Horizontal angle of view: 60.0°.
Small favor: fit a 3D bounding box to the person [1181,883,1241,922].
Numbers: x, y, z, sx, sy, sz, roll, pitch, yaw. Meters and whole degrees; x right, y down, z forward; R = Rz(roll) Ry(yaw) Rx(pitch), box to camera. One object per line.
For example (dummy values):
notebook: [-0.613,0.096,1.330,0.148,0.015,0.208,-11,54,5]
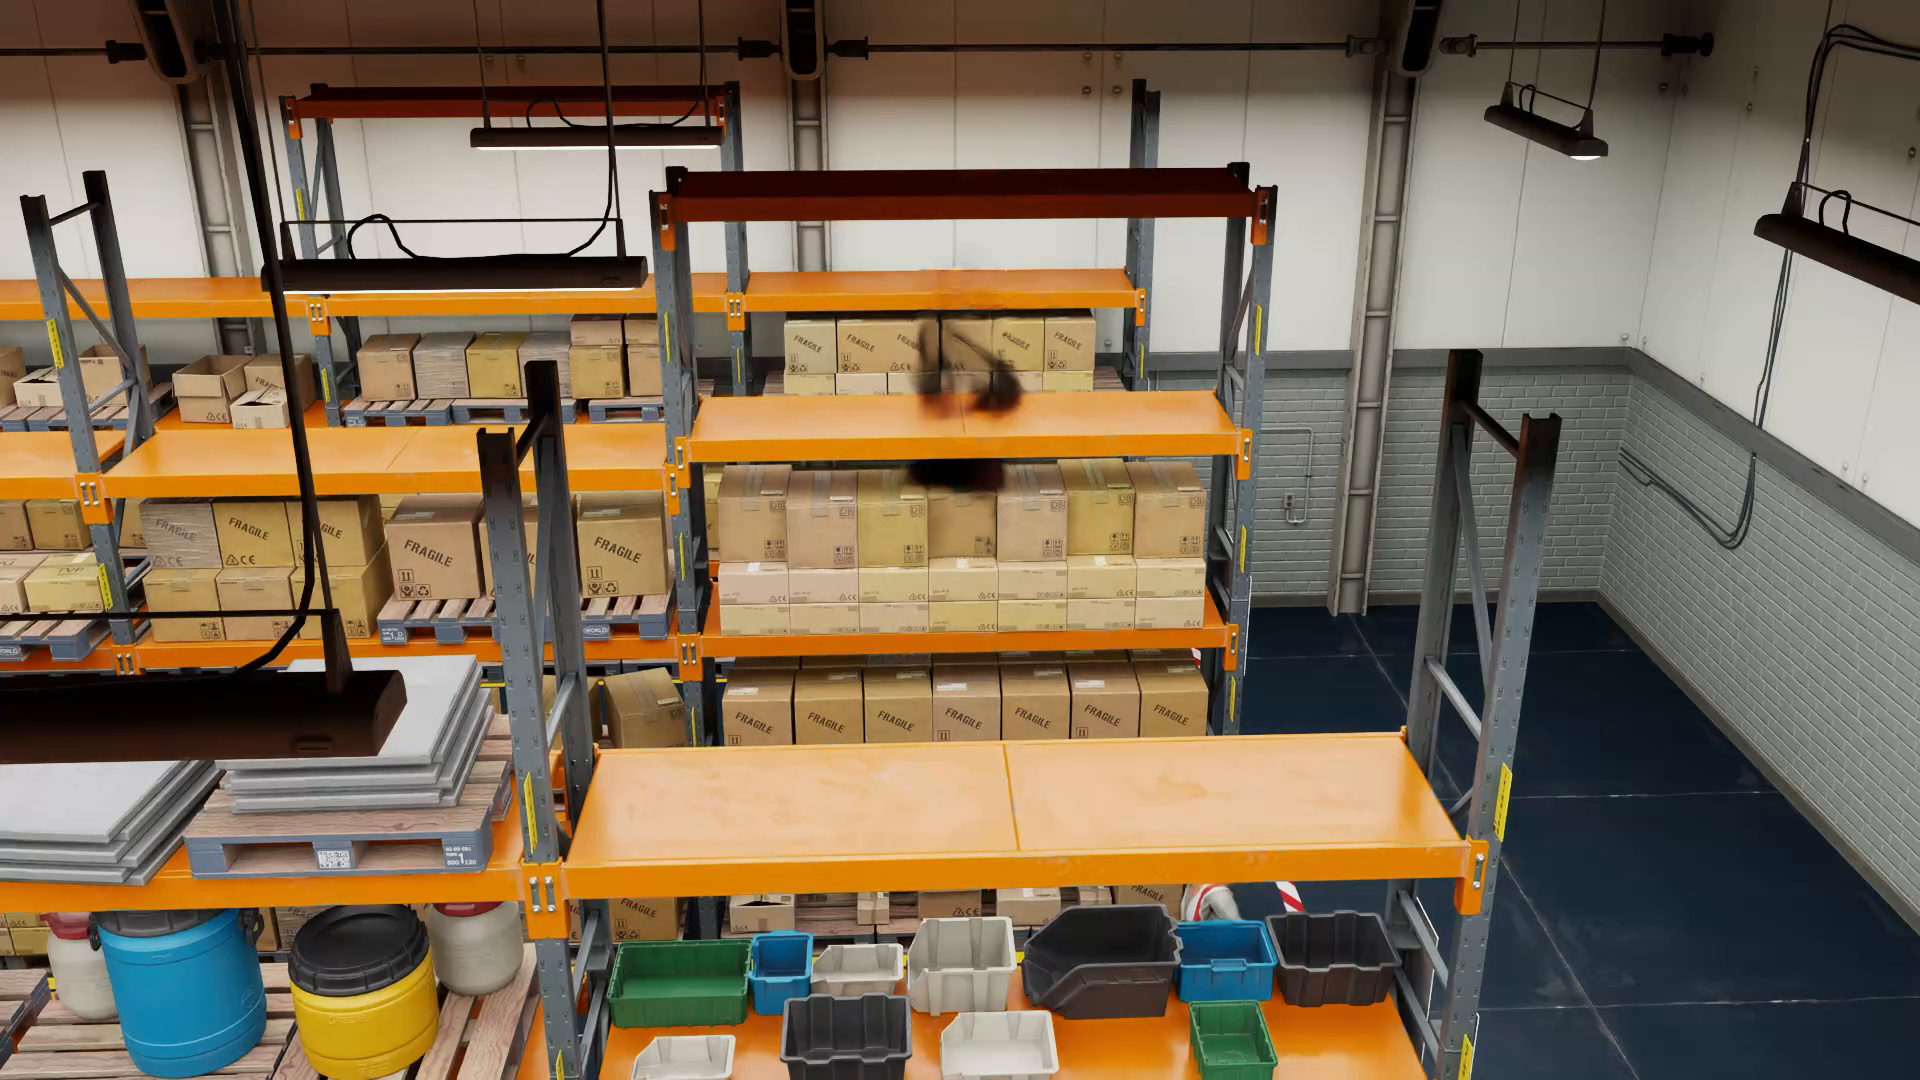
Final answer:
person: [1.823,2.904,11.764,0.648,1.694,0.708,-7,23,-16]
